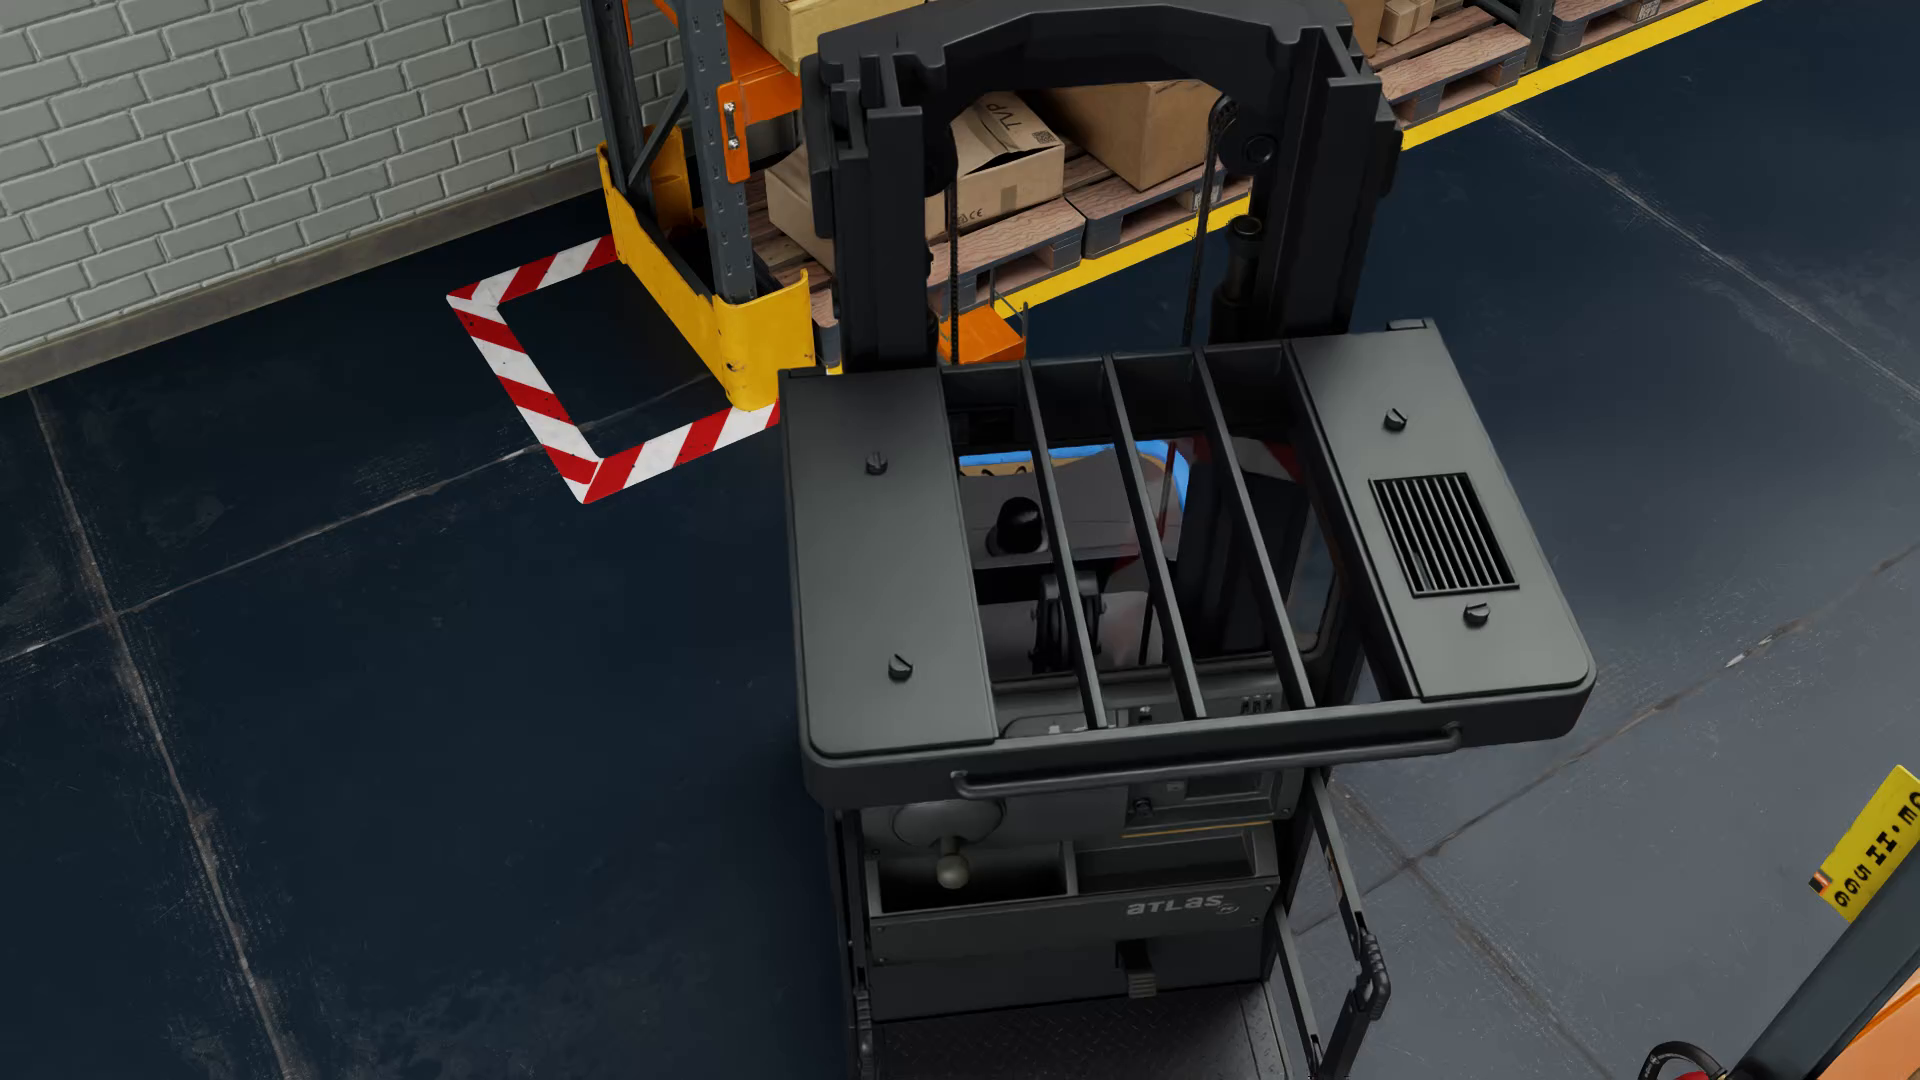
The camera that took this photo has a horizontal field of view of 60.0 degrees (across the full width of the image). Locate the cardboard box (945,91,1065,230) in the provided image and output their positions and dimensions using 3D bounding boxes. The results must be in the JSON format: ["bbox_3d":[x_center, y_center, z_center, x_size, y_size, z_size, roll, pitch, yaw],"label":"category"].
[{"bbox_3d":[0.077,-1.562,6.638,0.500,0.311,0.500,-21,52,-18],"label":"cardboard box"}]

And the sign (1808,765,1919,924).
[{"bbox_3d":[1.330,0.451,2.406,0.005,0.325,0.100,-25,53,-21],"label":"sign"}]

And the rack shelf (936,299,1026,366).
[{"bbox_3d":[0.045,-0.552,5.173,0.240,0.259,0.215,-25,53,-21],"label":"rack shelf"}]

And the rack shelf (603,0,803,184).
[{"bbox_3d":[0.653,-2.422,6.380,4.000,0.370,1.077,-25,53,-21],"label":"rack shelf"}]

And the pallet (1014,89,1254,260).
[{"bbox_3d":[0.763,-1.751,7.168,1.213,0.211,1.003,-25,53,-21],"label":"pallet"}]

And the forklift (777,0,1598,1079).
[{"bbox_3d":[0.281,0.590,3.262,1.130,2.935,3.031,-5,49,-4],"label":"forklift"}]

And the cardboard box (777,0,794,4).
[{"bbox_3d":[-0.474,-2.070,5.170,0.500,0.500,0.500,-25,53,-21],"label":"cardboard box"}]

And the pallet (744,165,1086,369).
[{"bbox_3d":[-0.268,-1.268,6.738,1.213,0.211,1.003,-25,53,-21],"label":"pallet"}]

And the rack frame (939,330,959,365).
[{"bbox_3d":[-0.058,-0.322,5.334,0.008,1.050,0.200,-25,53,-21],"label":"rack frame"}]

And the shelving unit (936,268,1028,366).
[{"bbox_3d":[0.045,-0.370,5.377,0.252,1.050,0.215,-25,53,-21],"label":"shelving unit"}]

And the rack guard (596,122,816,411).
[{"bbox_3d":[-0.974,-1.063,6.362,0.348,0.500,1.175,-25,53,-21],"label":"rack guard"}]

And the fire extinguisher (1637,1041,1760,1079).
[{"bbox_3d":[1.260,1.043,2.865,0.183,0.674,0.296,-25,53,-21],"label":"fire extinguisher"}]

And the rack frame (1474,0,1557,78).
[{"bbox_3d":[2.345,-3.458,6.821,0.127,3.000,1.000,-25,53,-21],"label":"rack frame"}]

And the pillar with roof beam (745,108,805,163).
[{"bbox_3d":[1.389,-1.965,1.474,0.400,9.000,9.100,-25,53,-21],"label":"pillar with roof beam"}]

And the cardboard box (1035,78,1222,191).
[{"bbox_3d":[0.724,-1.886,6.800,0.500,0.500,0.700,-28,54,-23],"label":"cardboard box"}]

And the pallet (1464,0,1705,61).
[{"bbox_3d":[3.003,-2.842,8.139,1.213,0.211,1.003,-25,53,-21],"label":"pallet"}]

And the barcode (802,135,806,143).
[{"bbox_3d":[-0.603,-1.598,6.664,0.075,0.075,0.001,-25,53,-21],"label":"barcode"}]

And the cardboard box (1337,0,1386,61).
[{"bbox_3d":[1.488,-2.334,7.199,0.500,0.500,0.500,-29,54,-23],"label":"cardboard box"}]

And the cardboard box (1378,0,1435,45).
[{"bbox_3d":[1.908,-2.430,7.508,0.250,0.166,0.380,-32,56,-25],"label":"cardboard box"}]

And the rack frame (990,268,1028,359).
[{"bbox_3d":[0.148,-0.419,5.420,0.008,1.050,0.200,-25,53,-21],"label":"rack frame"}]

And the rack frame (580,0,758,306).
[{"bbox_3d":[-1.038,-1.864,5.401,0.127,3.000,1.000,-25,53,-21],"label":"rack frame"}]

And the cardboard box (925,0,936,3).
[{"bbox_3d":[-0.024,-2.031,5.637,0.500,0.250,0.500,-27,54,-22],"label":"cardboard box"}]

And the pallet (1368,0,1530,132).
[{"bbox_3d":[1.796,-2.240,7.604,1.213,0.211,1.003,-25,53,-21],"label":"pallet"}]

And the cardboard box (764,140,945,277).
[{"bbox_3d":[-0.405,-1.335,6.436,0.500,0.311,0.500,-31,55,-25],"label":"cardboard box"}]

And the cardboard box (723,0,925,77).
[{"bbox_3d":[-0.456,-1.815,5.444,0.500,0.250,0.500,-27,54,-22],"label":"cardboard box"}]
